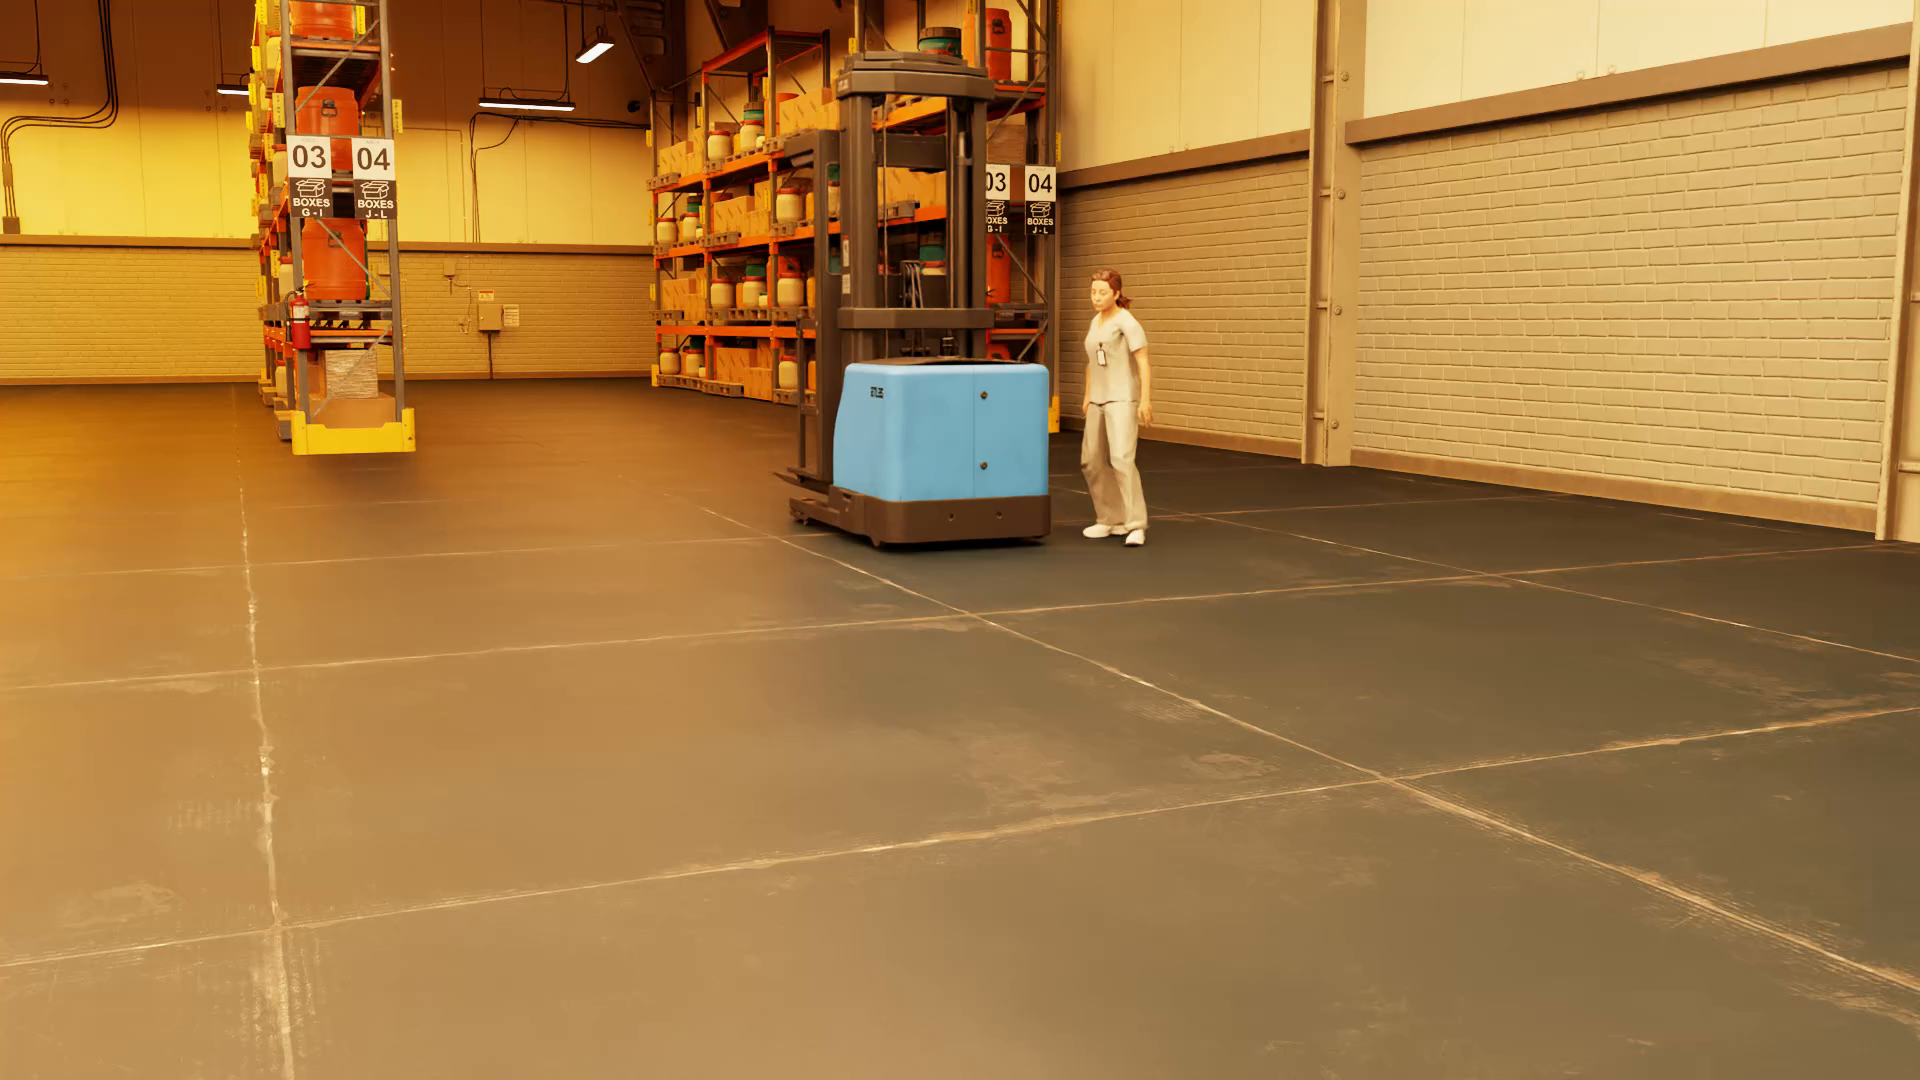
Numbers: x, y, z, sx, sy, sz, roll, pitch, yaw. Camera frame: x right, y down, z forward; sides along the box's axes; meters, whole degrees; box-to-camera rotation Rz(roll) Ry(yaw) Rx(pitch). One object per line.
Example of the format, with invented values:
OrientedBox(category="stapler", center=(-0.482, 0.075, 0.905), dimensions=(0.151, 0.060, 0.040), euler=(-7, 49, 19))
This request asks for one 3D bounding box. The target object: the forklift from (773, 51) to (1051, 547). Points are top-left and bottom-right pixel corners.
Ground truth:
OrientedBox(category="forklift", center=(-0.489, -1.567, 10.828), dimensions=(1.130, 2.935, 3.031), euler=(-3, 8, -22))

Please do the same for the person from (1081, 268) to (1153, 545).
OrientedBox(category="person", center=(0.952, -0.822, 10.130), dimensions=(0.369, 1.647, 0.768), euler=(-5, 9, -34))
